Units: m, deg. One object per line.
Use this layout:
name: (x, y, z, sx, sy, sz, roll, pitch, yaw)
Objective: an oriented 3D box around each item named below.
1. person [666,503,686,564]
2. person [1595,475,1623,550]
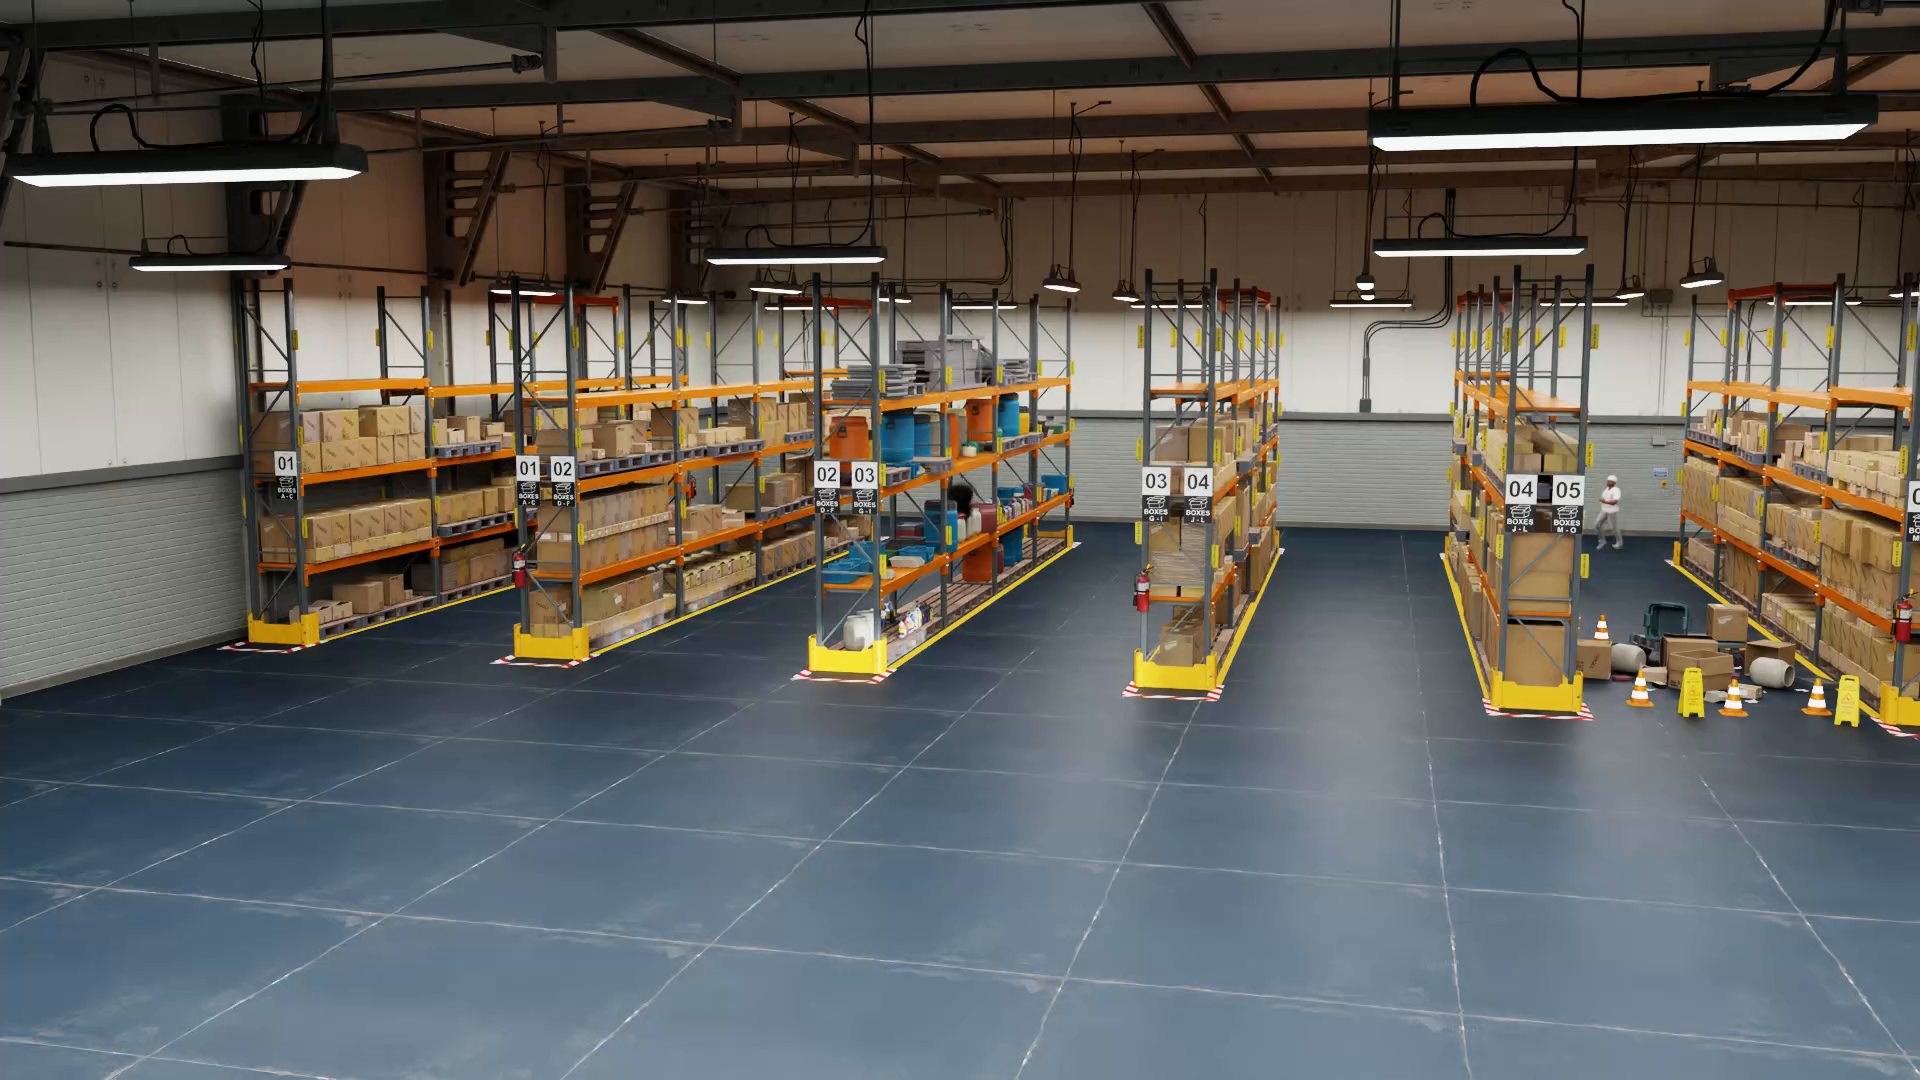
person: (-5.940, 0.033, 34.864, 0.697, 1.680, 1.007, 2, 7, 16)
person: (15.561, -0.645, 39.860, 0.751, 1.823, 0.669, -2, 7, -14)
